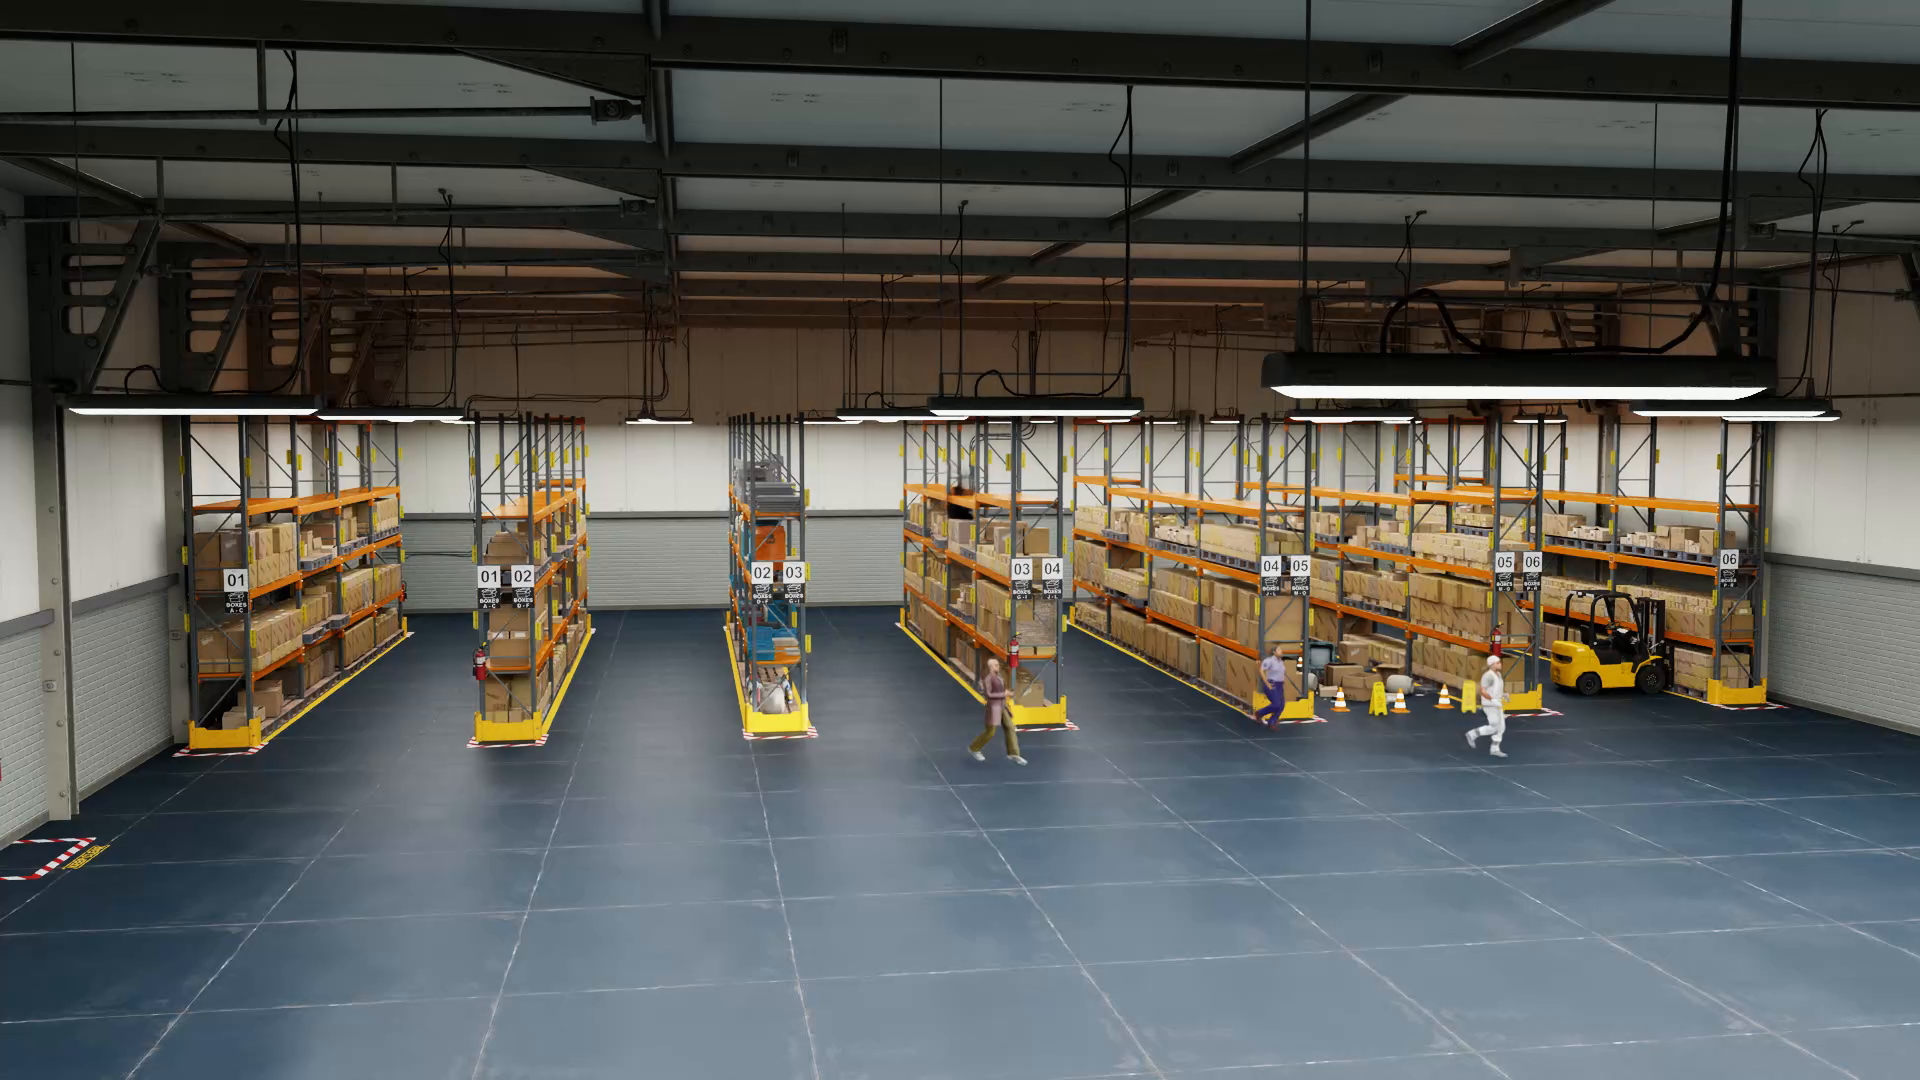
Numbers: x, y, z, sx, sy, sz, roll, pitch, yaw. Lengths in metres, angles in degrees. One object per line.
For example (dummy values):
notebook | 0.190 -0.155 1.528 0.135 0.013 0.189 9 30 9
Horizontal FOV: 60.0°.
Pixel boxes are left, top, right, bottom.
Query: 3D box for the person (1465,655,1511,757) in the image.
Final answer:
person | 9.236 2.882 29.019 0.700 1.764 0.657 3 5 36

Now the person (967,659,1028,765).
person | 0.631 2.907 28.283 1.048 1.790 0.729 2 4 27

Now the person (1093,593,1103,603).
person | 4.291 1.498 49.964 0.572 1.622 0.561 -1 4 -12

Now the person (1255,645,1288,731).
person | 5.946 2.803 31.514 0.530 1.619 0.625 4 5 44

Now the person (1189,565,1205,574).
person | 7.123 1.415 50.503 0.796 1.842 0.646 -1 4 -12
